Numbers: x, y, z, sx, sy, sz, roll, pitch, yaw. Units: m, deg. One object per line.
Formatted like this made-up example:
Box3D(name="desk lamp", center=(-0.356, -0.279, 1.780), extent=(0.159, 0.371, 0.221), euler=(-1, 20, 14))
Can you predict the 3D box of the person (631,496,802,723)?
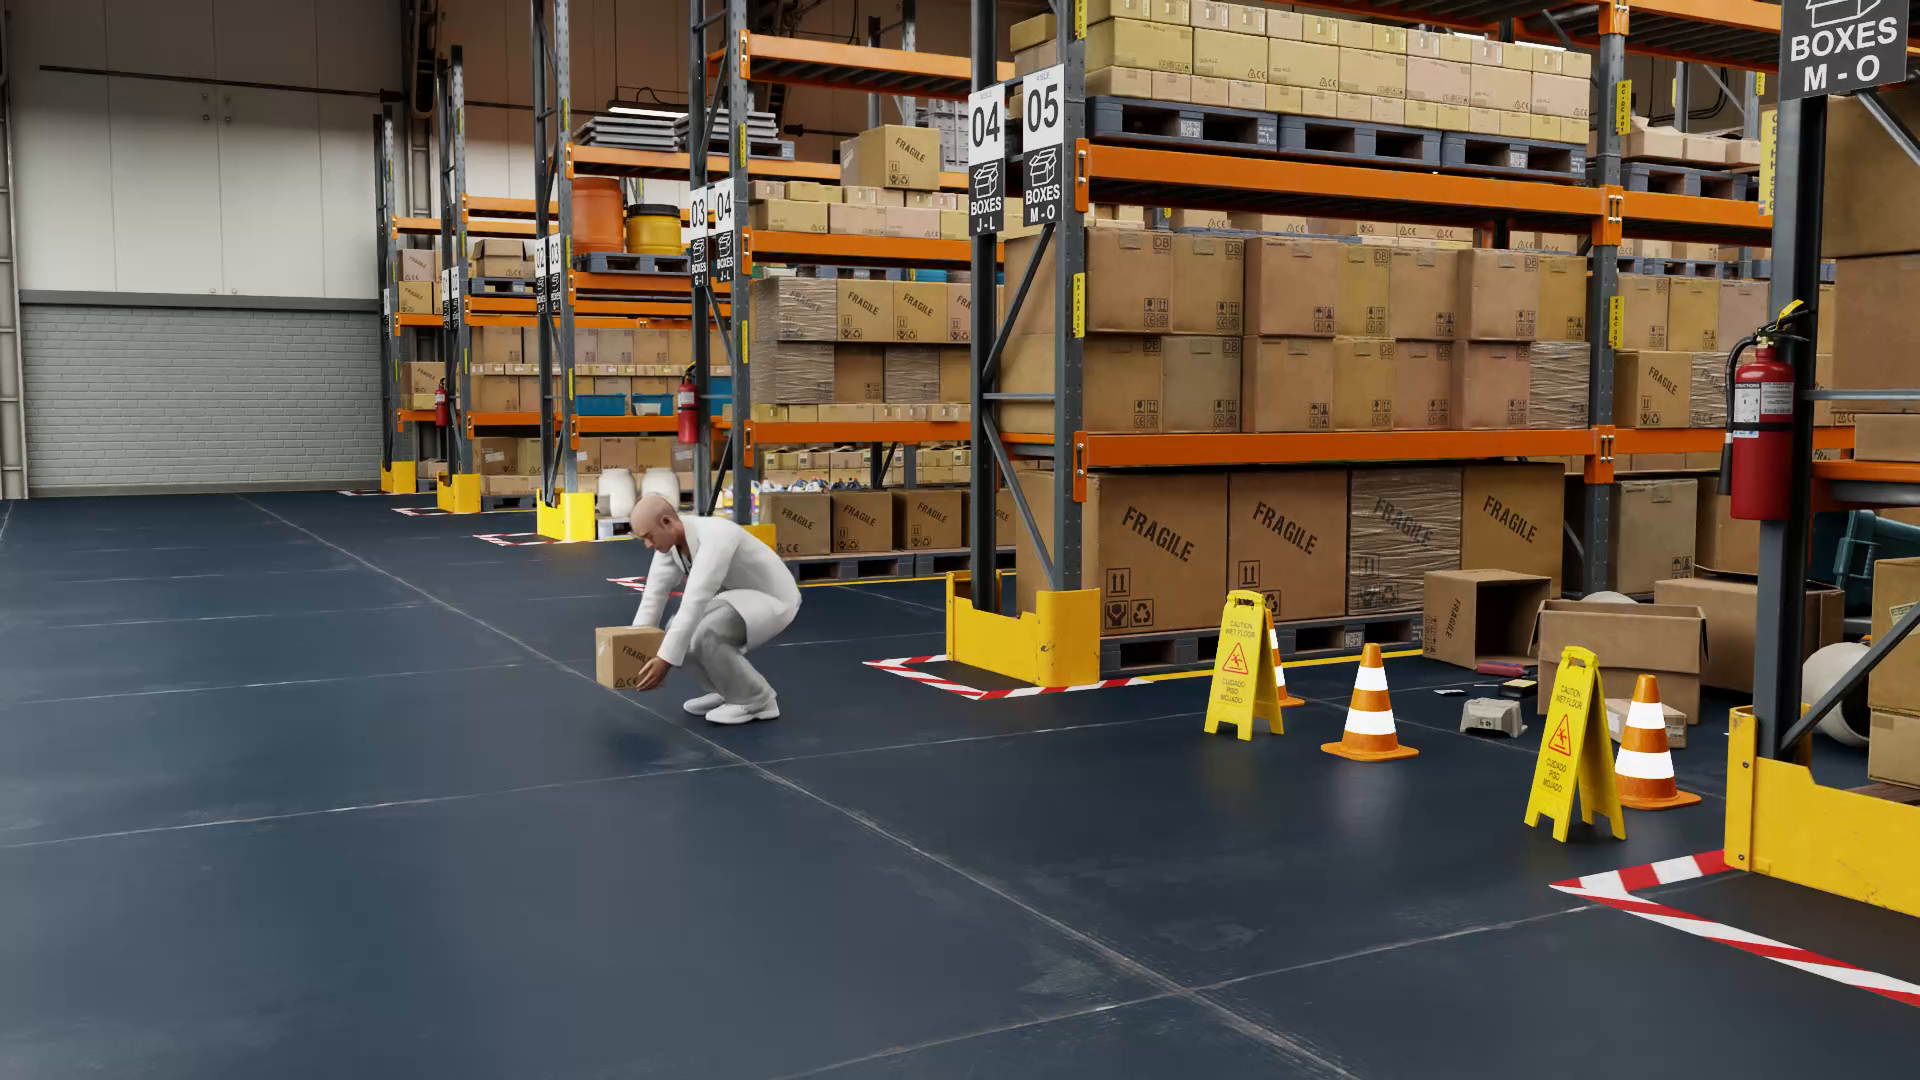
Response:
Box3D(name="person", center=(-1.157, 0.313, 7.726), extent=(0.888, 1.063, 0.613), euler=(-3, 6, -29))
